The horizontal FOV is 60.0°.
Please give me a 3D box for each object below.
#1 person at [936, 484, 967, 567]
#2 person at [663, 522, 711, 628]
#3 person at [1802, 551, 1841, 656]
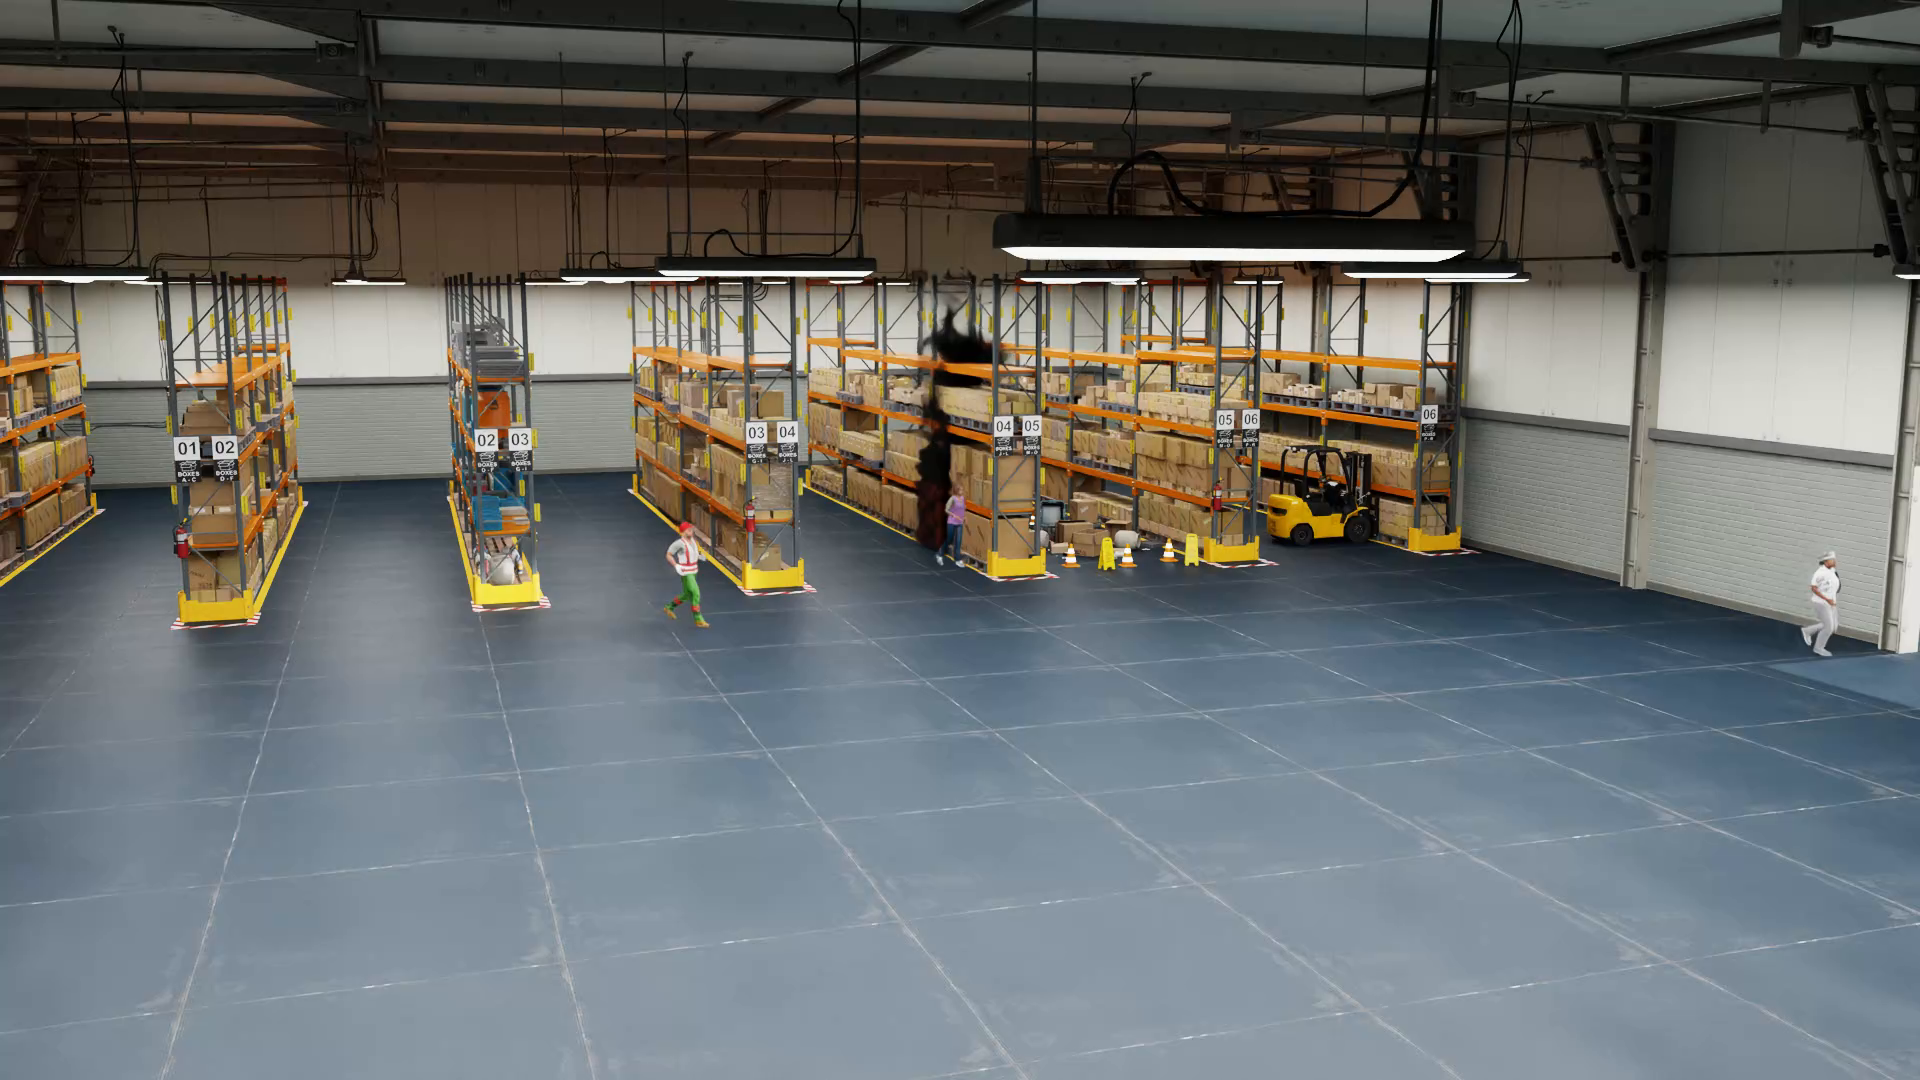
[{"bbox_3d":[-0.075,-0.301,32.898,0.728,1.608,0.594,8,12,44],"label":"person"},{"bbox_3d":[-4.660,0.577,28.342,0.923,1.796,0.638,3,9,20],"label":"person"},{"bbox_3d":[13.585,0.973,26.221,0.608,1.657,0.566,-7,11,-38],"label":"person"}]
